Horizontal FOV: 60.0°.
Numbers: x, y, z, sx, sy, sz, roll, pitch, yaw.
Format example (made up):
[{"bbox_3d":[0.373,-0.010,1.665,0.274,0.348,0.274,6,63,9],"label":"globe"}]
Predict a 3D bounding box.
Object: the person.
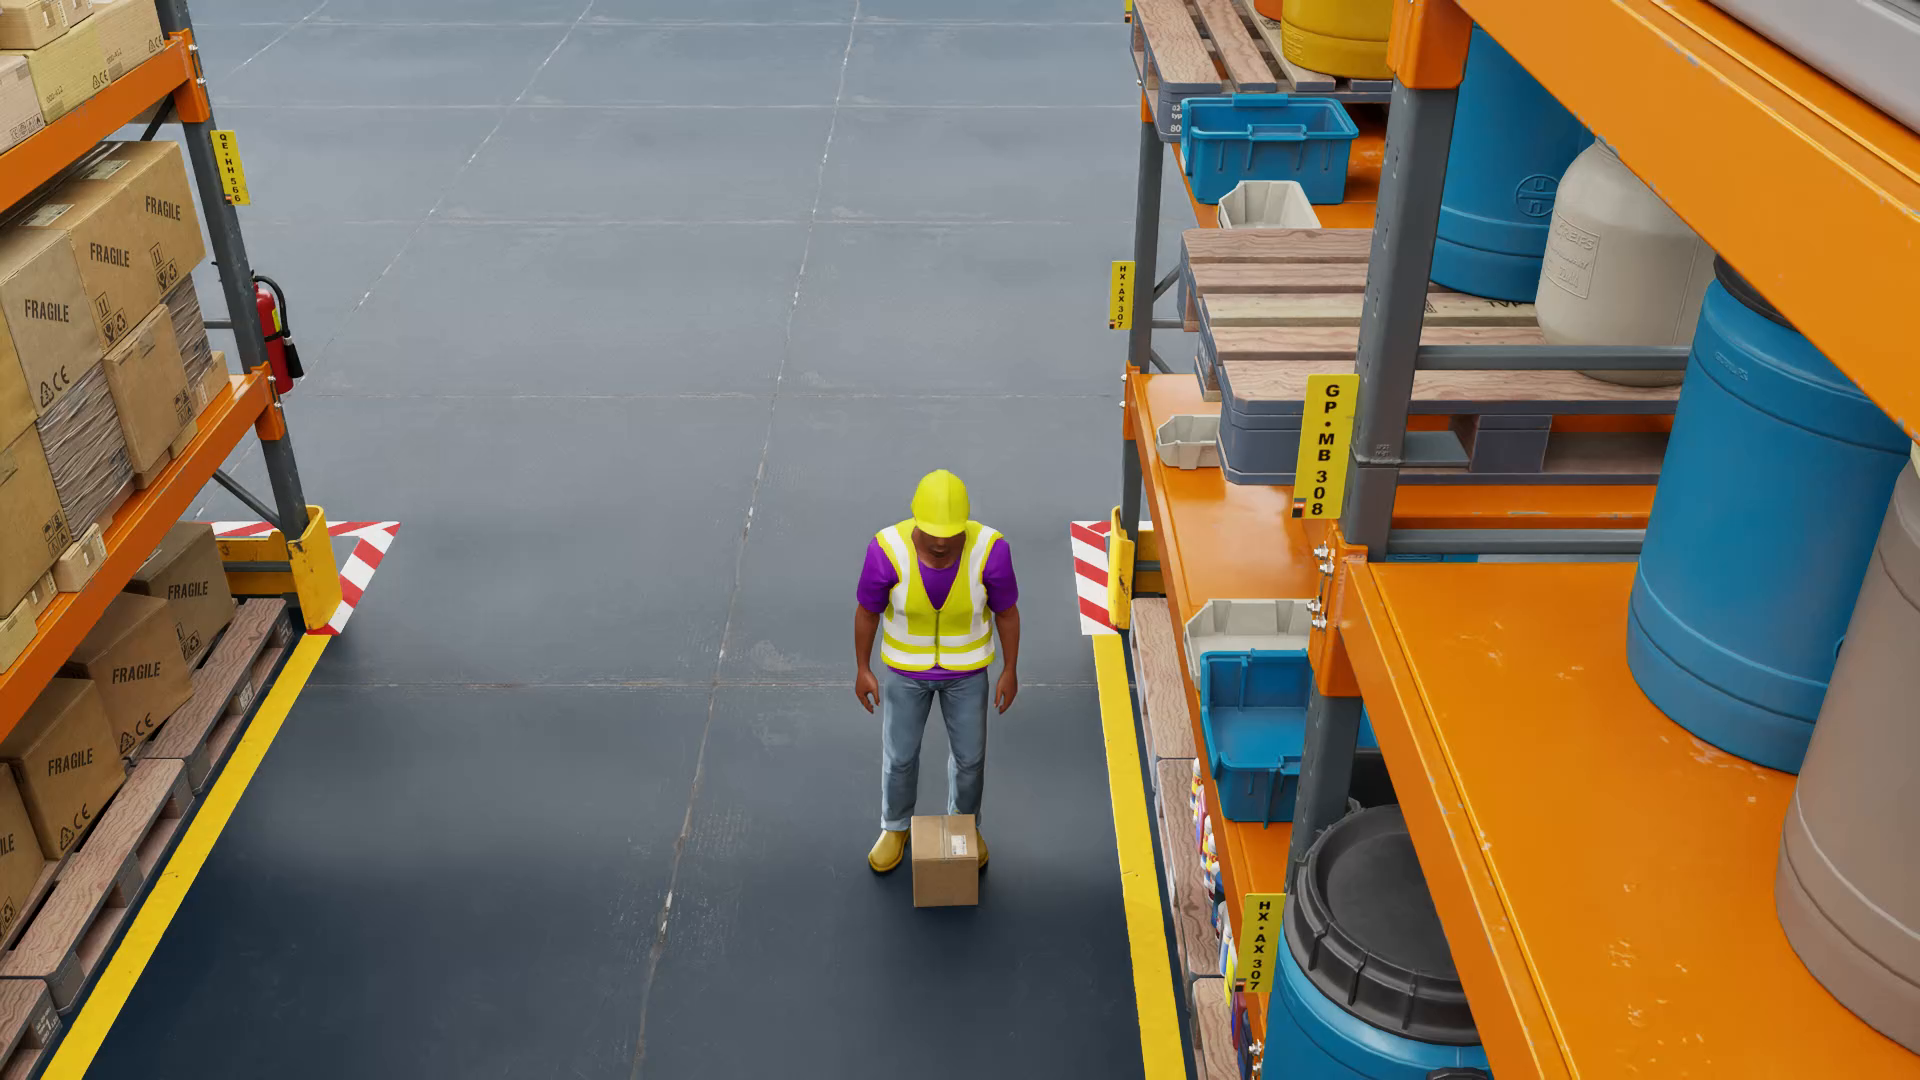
[{"bbox_3d":[-0.087,0.494,6.306,0.627,1.761,0.459,0,31,0],"label":"person"}]
